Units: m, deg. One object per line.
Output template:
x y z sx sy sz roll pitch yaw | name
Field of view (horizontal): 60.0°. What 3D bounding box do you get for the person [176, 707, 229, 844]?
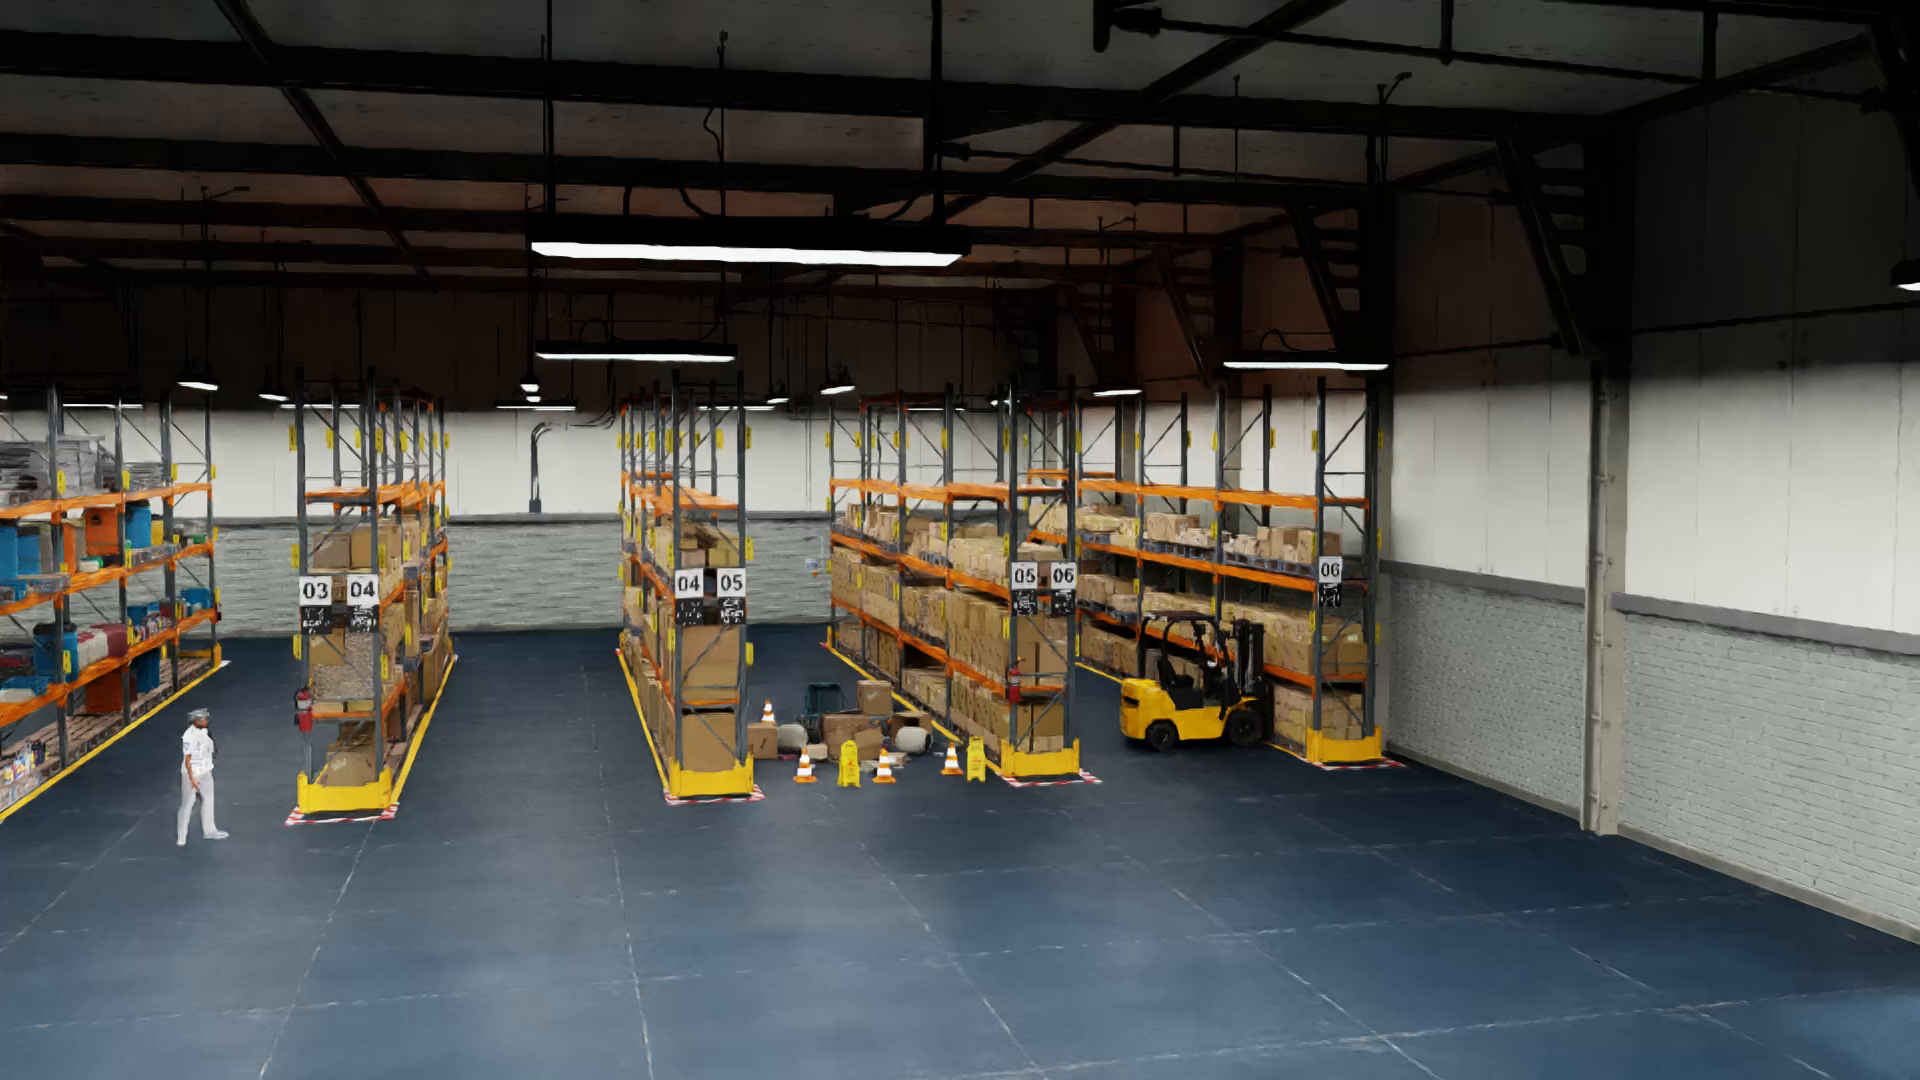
-9.516 2.926 20.748 0.466 1.674 0.593 1 3 11 | person
